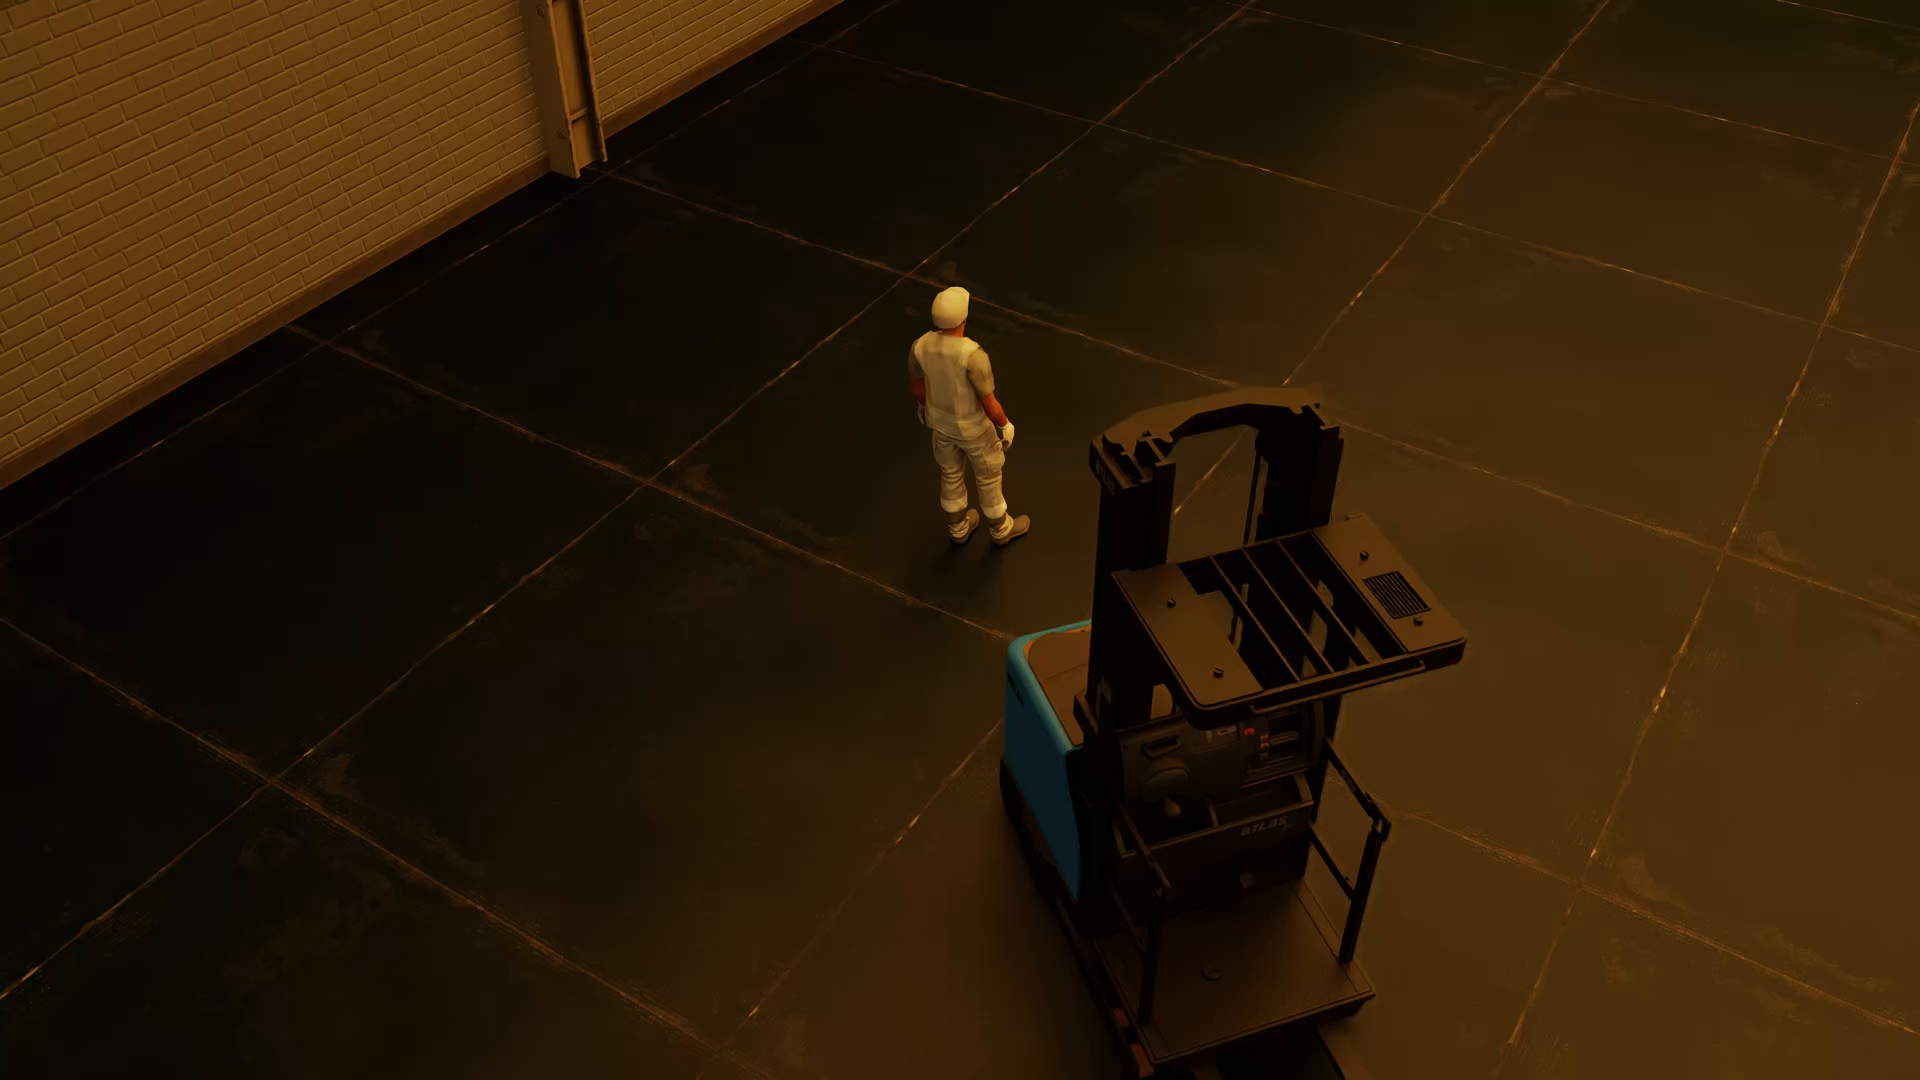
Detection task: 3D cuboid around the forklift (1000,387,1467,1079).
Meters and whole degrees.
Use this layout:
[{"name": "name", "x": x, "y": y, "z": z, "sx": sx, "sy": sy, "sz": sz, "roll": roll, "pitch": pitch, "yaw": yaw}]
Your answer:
[{"name": "forklift", "x": 1.175, "y": 0.975, "z": 6.817, "sx": 1.130, "sy": 2.935, "sz": 3.031, "roll": -13, "pitch": 42, "yaw": -15}]

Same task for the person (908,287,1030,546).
[{"name": "person", "x": 0.053, "y": -0.728, "z": 9.698, "sx": 0.638, "sy": 1.787, "sz": 0.562, "roll": 22, "pitch": 45, "yaw": 24}]
